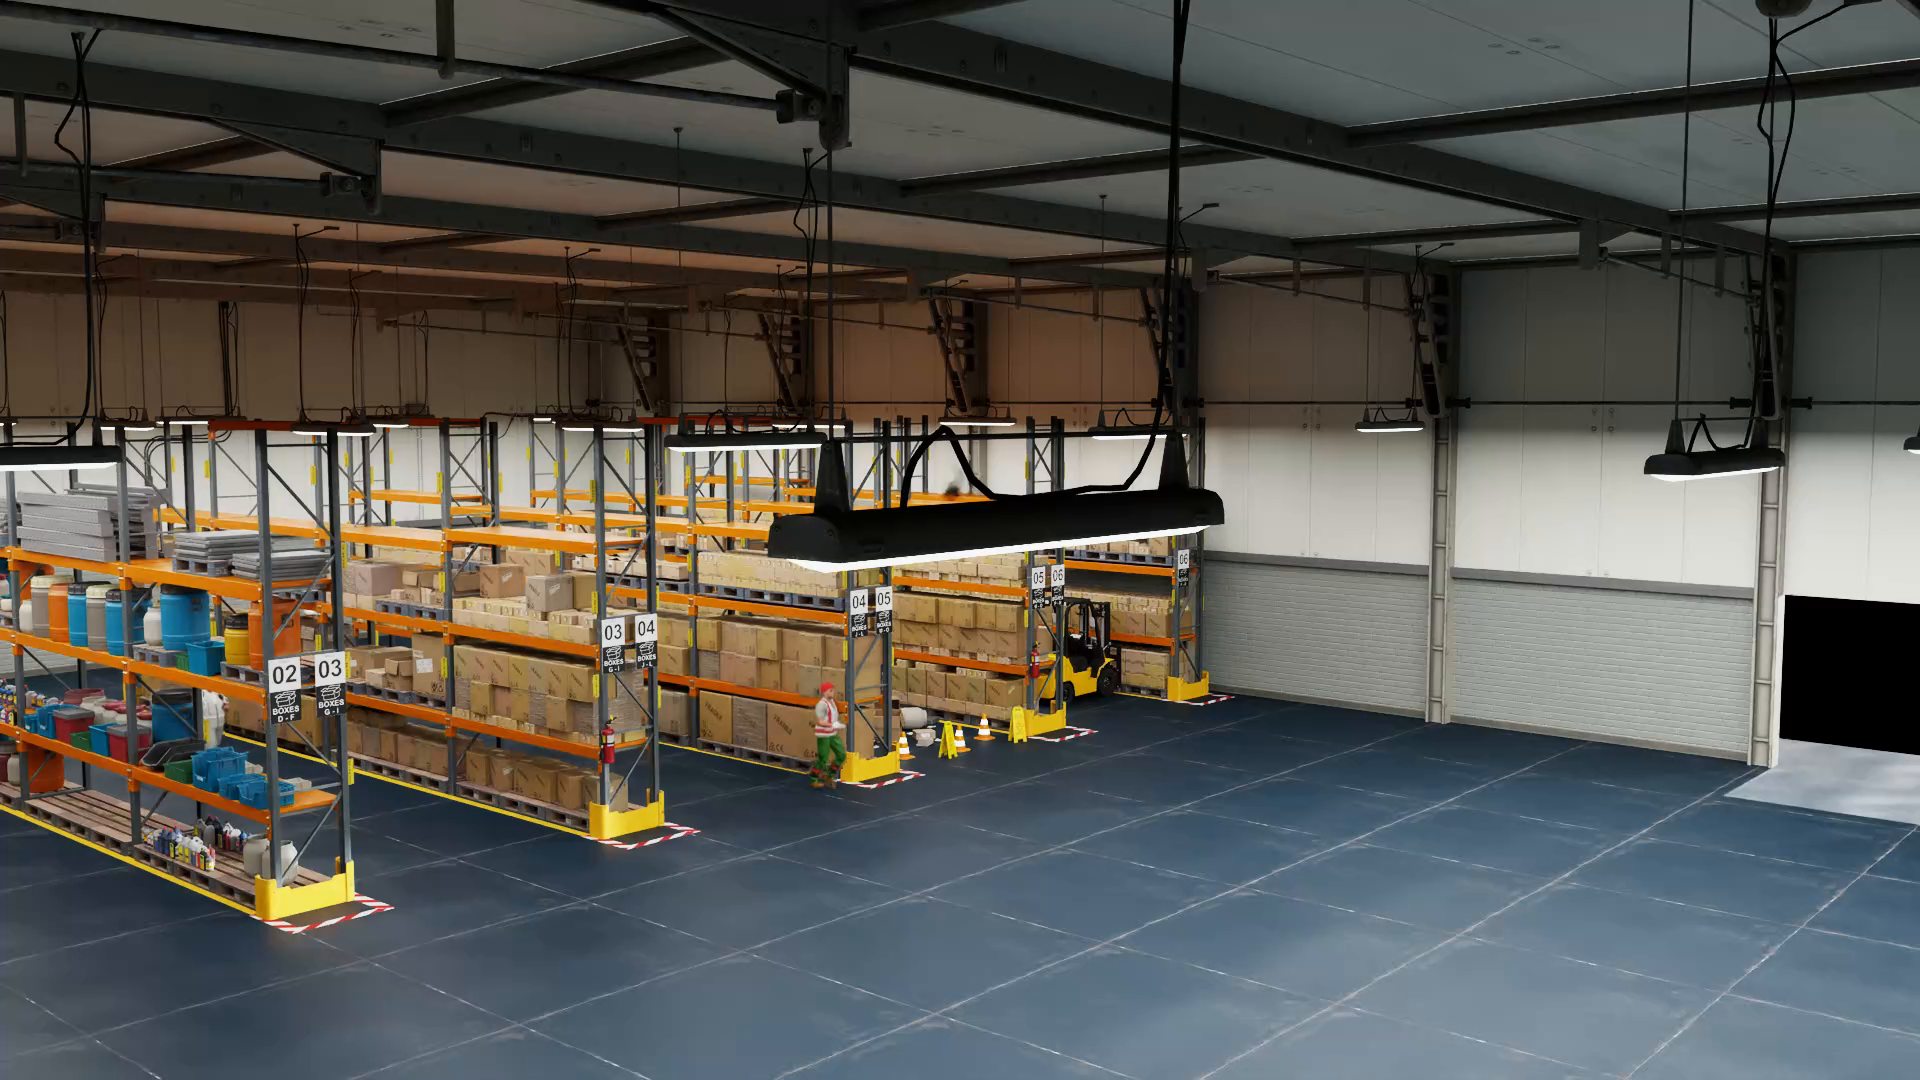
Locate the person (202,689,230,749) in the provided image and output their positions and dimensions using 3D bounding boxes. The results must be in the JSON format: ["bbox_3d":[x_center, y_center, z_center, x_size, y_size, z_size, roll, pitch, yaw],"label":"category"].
[{"bbox_3d":[-12.532,3.131,27.819,0.819,1.839,0.640,3,5,30],"label":"person"}]

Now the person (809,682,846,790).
[{"bbox_3d":[-2.123,3.207,27.059,0.710,1.821,0.690,2,5,25],"label":"person"}]

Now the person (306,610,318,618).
[{"bbox_3d":[-14.610,2.394,37.180,0.729,1.707,0.937,-3,6,-33],"label":"person"}]

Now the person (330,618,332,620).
[{"bbox_3d":[-13.705,2.503,36.327,0.613,1.706,0.727,-3,6,-36],"label":"person"}]
